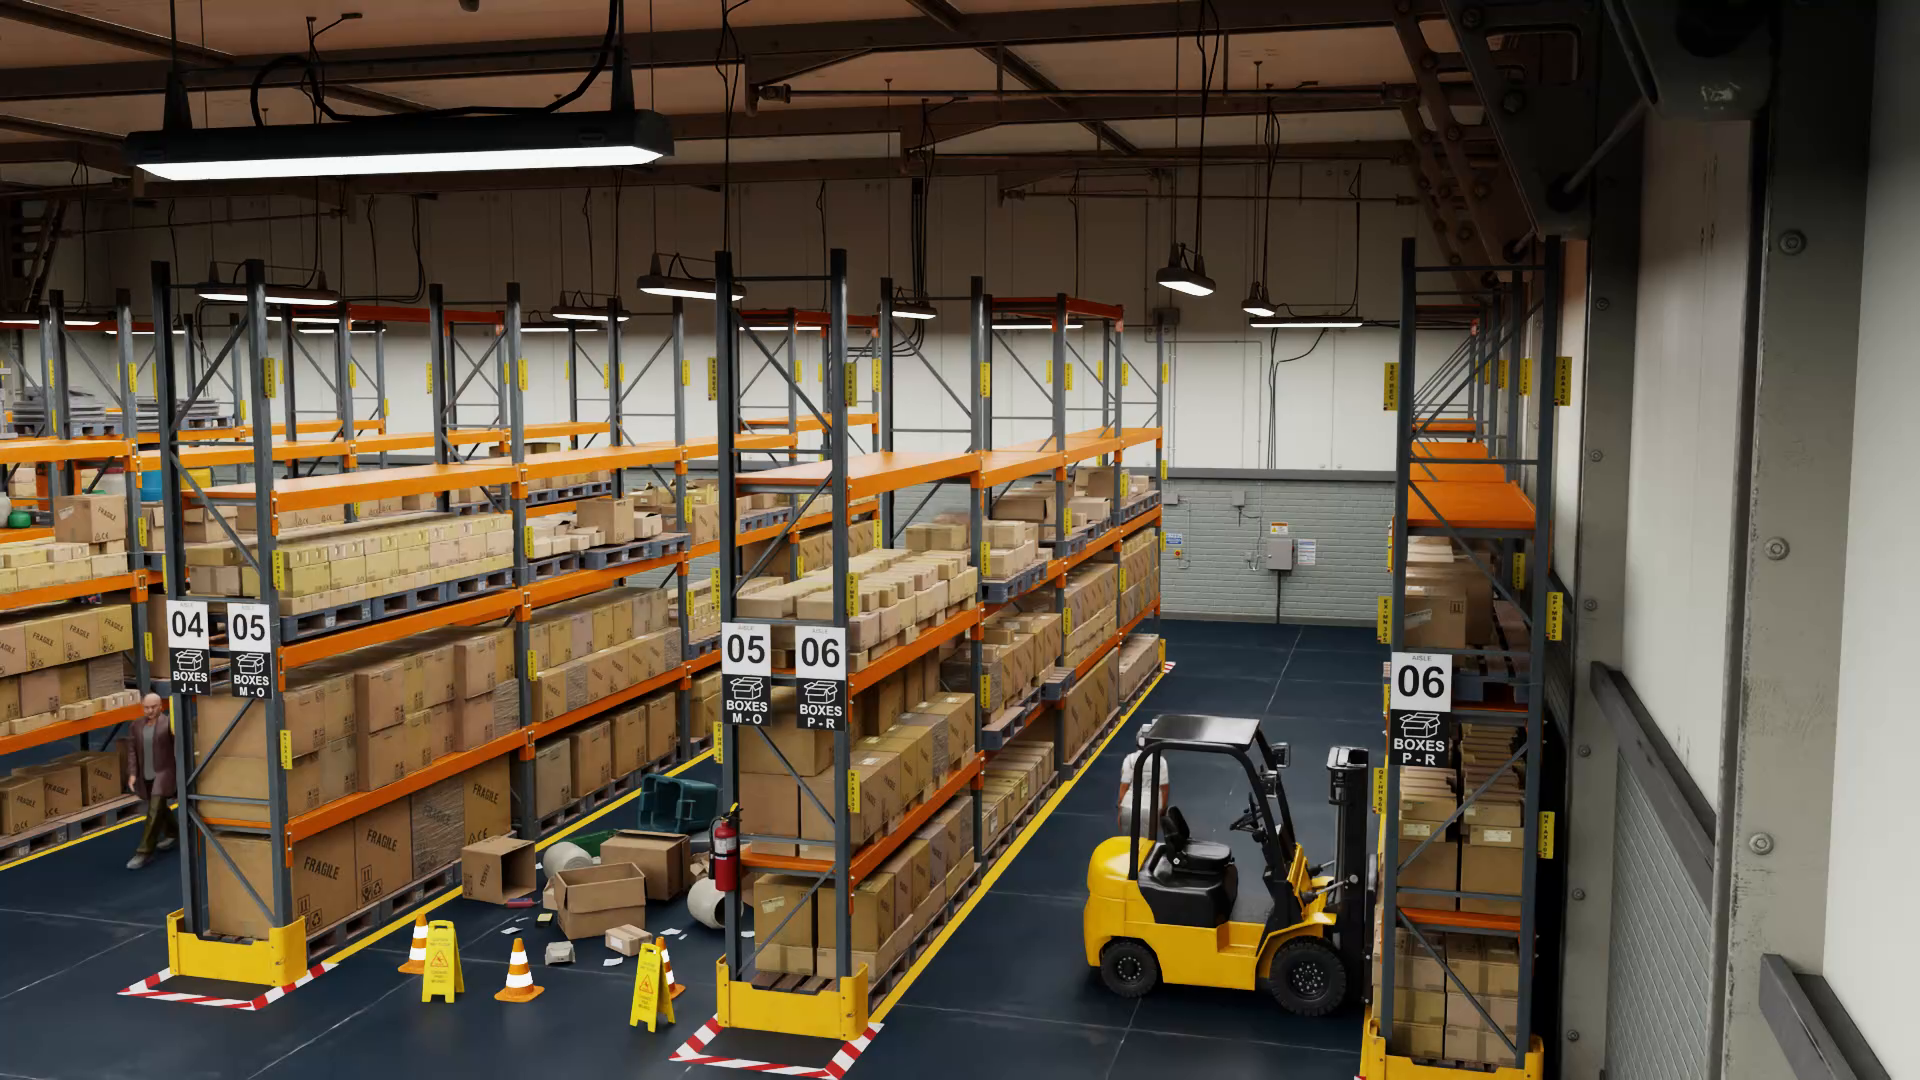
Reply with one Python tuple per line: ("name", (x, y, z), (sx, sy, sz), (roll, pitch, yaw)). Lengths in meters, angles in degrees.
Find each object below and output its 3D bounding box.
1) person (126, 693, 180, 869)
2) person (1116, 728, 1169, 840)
("person", (-8.426, 2.488, 17.369), (0.562, 1.674, 1.037), (1, 6, 6))
("person", (1.763, 2.671, 16.129), (0.507, 1.712, 0.606), (1, 6, 11))
